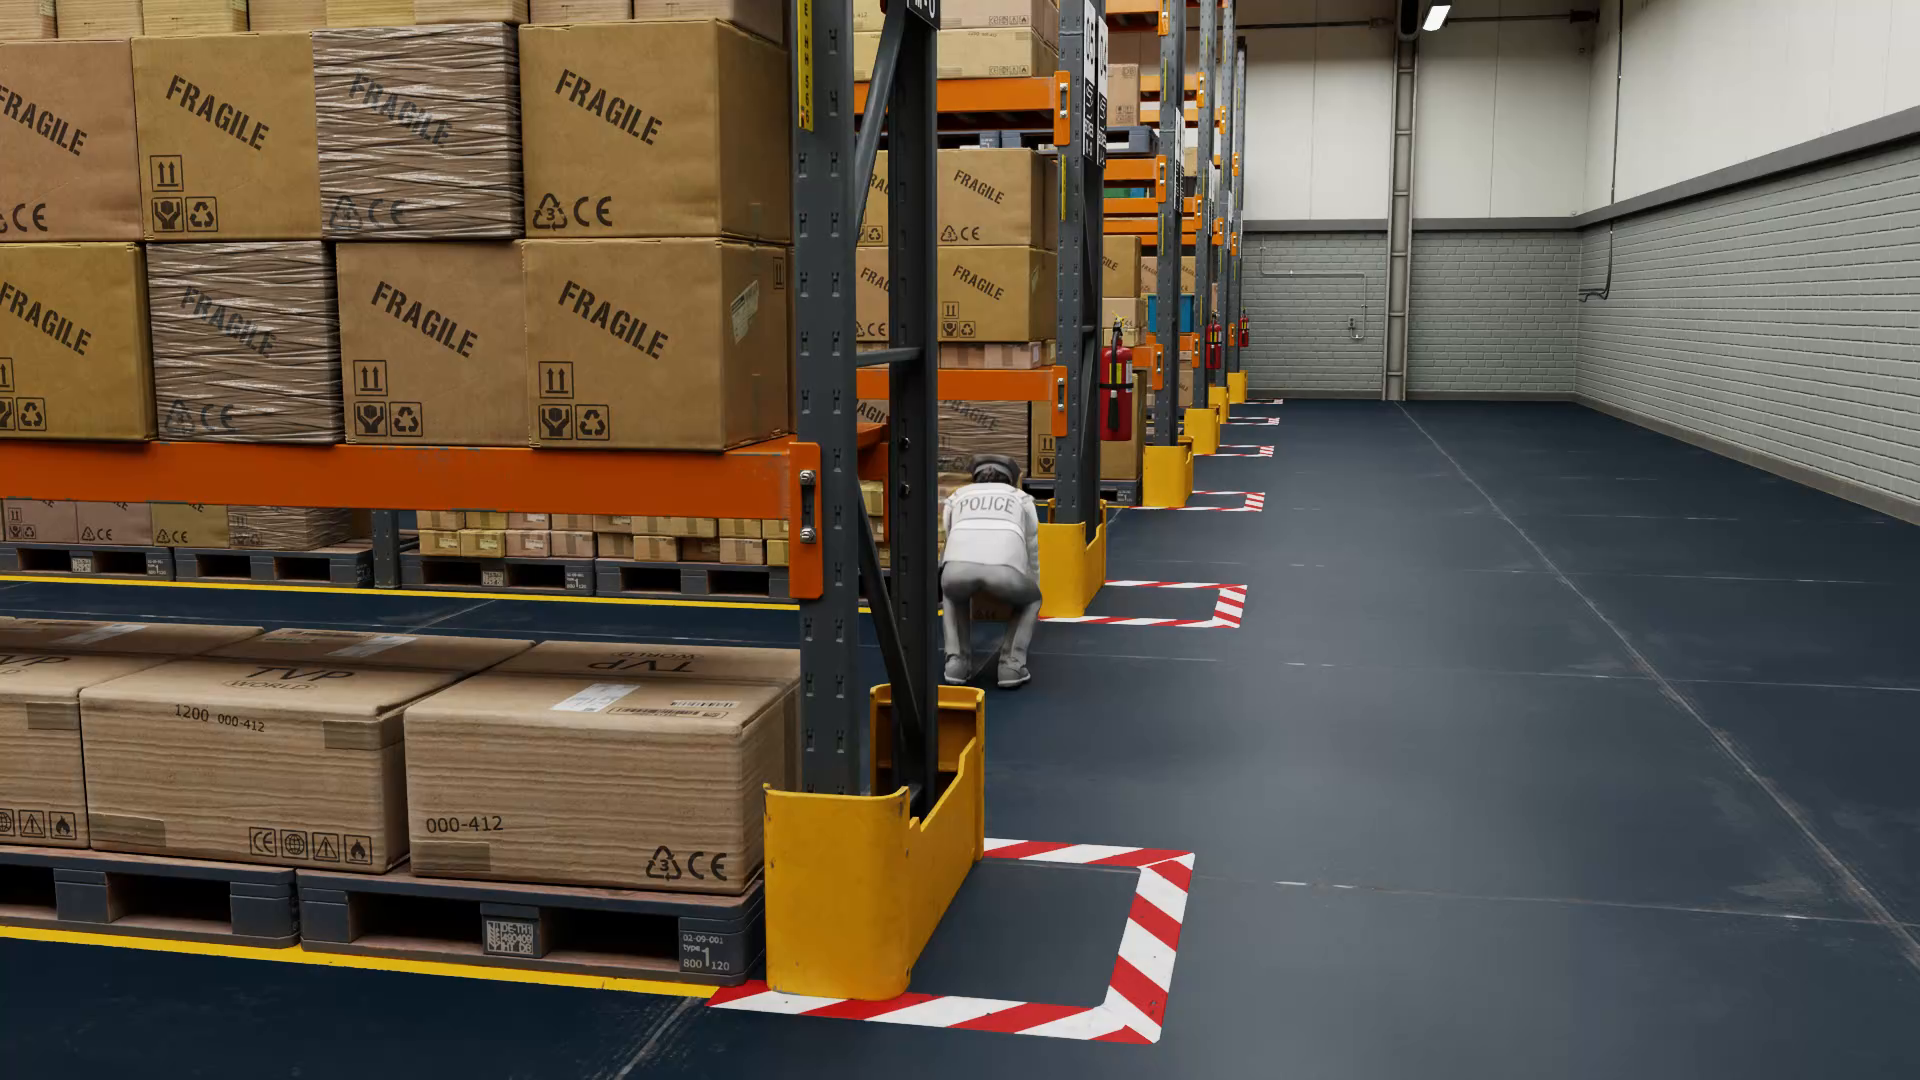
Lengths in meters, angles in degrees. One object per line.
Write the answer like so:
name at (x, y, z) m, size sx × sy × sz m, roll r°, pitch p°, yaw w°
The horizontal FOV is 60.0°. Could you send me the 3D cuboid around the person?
person at (0.135, 0.128, 7.395) m, size 0.459 × 0.979 × 0.869 m, roll 1°, pitch 8°, yaw 10°
